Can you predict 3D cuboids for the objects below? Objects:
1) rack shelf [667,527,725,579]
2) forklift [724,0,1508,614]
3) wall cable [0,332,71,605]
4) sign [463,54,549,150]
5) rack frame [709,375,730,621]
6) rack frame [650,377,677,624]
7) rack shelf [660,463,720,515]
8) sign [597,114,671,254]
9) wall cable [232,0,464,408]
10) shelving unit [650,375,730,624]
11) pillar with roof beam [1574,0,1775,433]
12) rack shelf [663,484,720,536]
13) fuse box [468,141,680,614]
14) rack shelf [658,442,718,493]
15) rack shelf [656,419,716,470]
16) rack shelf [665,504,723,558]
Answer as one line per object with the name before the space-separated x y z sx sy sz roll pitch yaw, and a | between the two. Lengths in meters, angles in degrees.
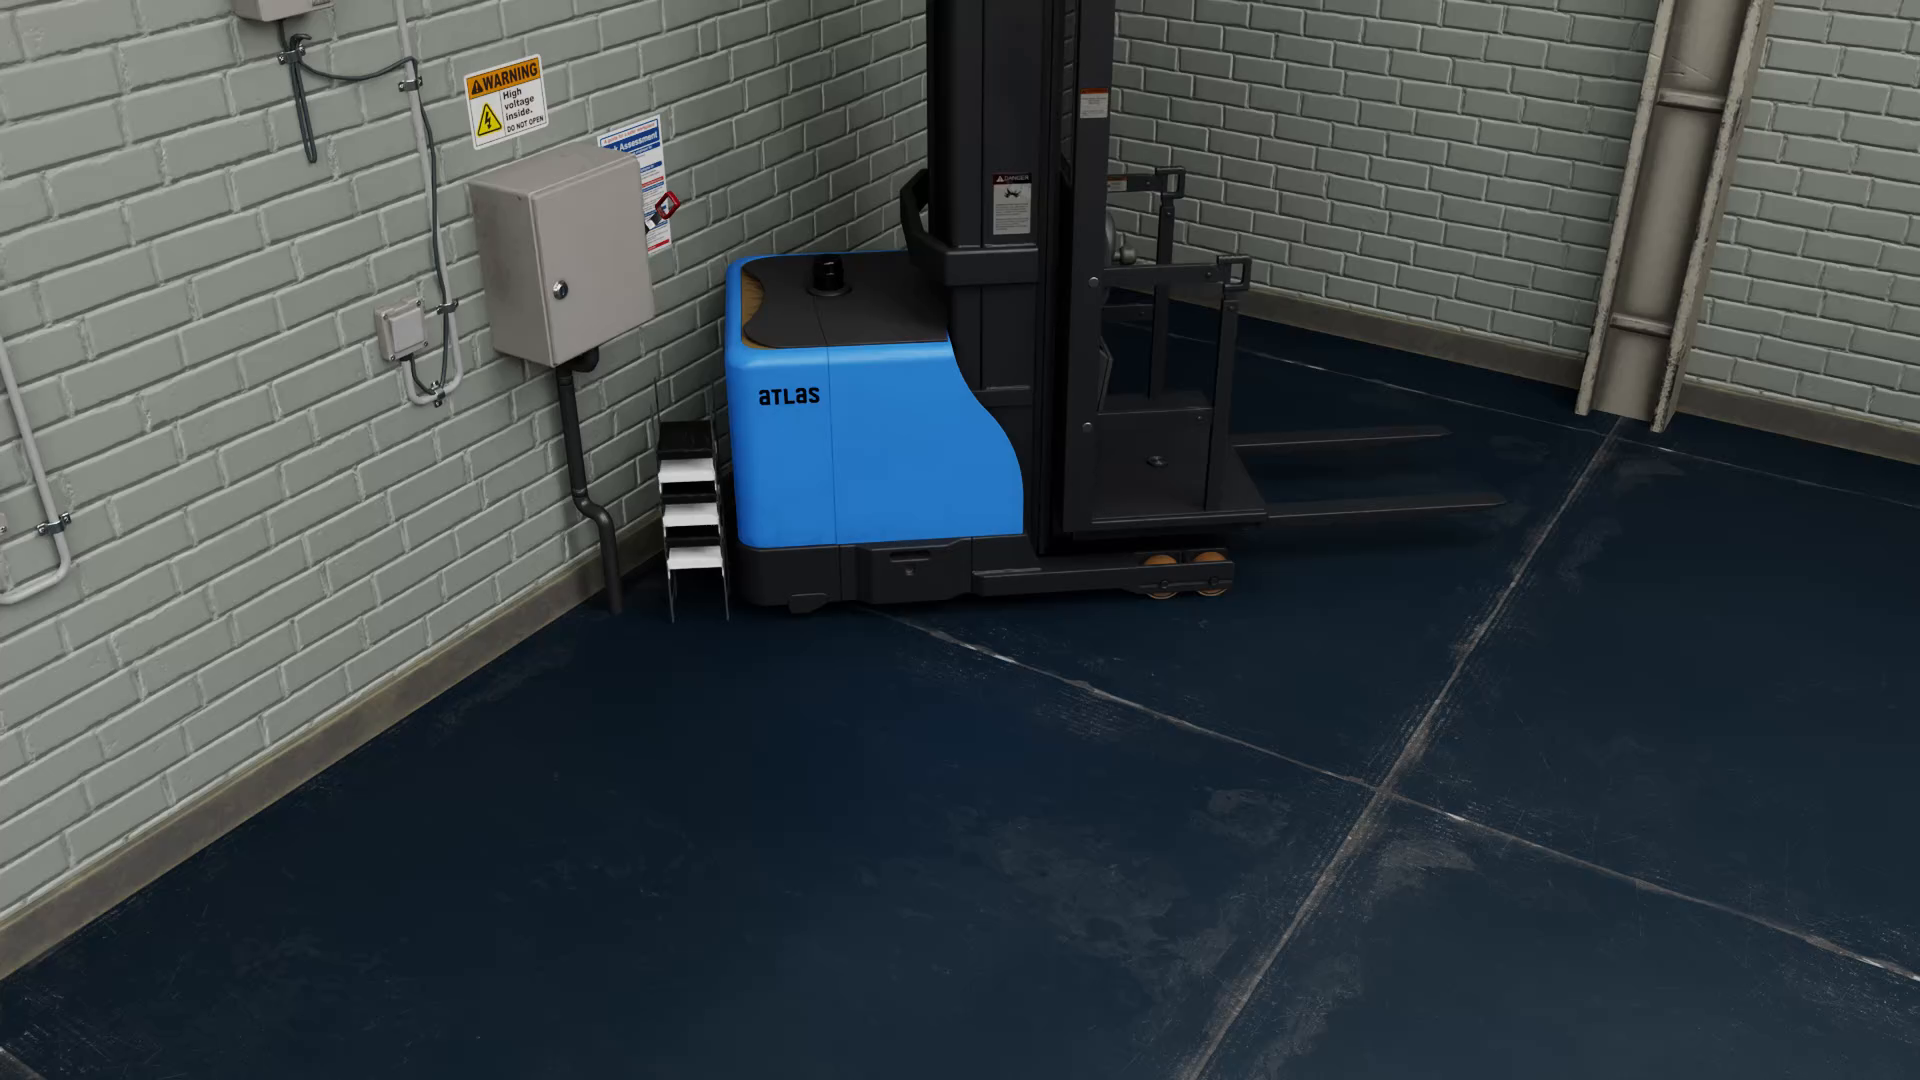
rack shelf | -0.982 0.043 6.207 0.200 0.077 0.258 -3 30 -5
forklift | 0.624 -1.302 6.074 3.031 2.935 1.130 -3 30 -6
wall cable | -2.503 -0.629 3.811 0.123 1.953 0.585 18 35 27
sign | -1.467 -1.422 5.392 0.001 0.242 0.339 18 35 27
rack frame | -0.881 -0.146 6.108 0.006 0.900 0.240 -3 30 -5
rack frame | -1.083 -0.137 6.091 0.006 0.900 0.240 -3 30 -5
rack shelf | -0.982 -0.190 6.071 0.200 0.077 0.258 -3 30 -5
sign | -1.175 -1.259 6.026 0.001 0.494 0.329 18 35 27
wall cable | -1.759 -1.223 4.862 0.122 1.984 0.588 18 35 27
shelving unit | -0.982 -0.142 6.100 0.210 0.900 0.258 -3 30 -5
pillar with roof beam | 0.828 -2.656 2.373 0.400 9.000 9.100 18 35 27
rack shelf | -0.982 -0.113 6.116 0.200 0.077 0.258 -3 30 -5
fuse box | -1.262 -0.477 5.870 0.414 1.711 0.539 18 35 27
rack shelf | -0.982 -0.268 6.026 0.200 0.077 0.258 -3 30 -5
rack shelf | -0.982 -0.346 5.980 0.200 0.077 0.258 -3 30 -5
rack shelf | -0.982 -0.035 6.162 0.200 0.077 0.258 -3 30 -5
